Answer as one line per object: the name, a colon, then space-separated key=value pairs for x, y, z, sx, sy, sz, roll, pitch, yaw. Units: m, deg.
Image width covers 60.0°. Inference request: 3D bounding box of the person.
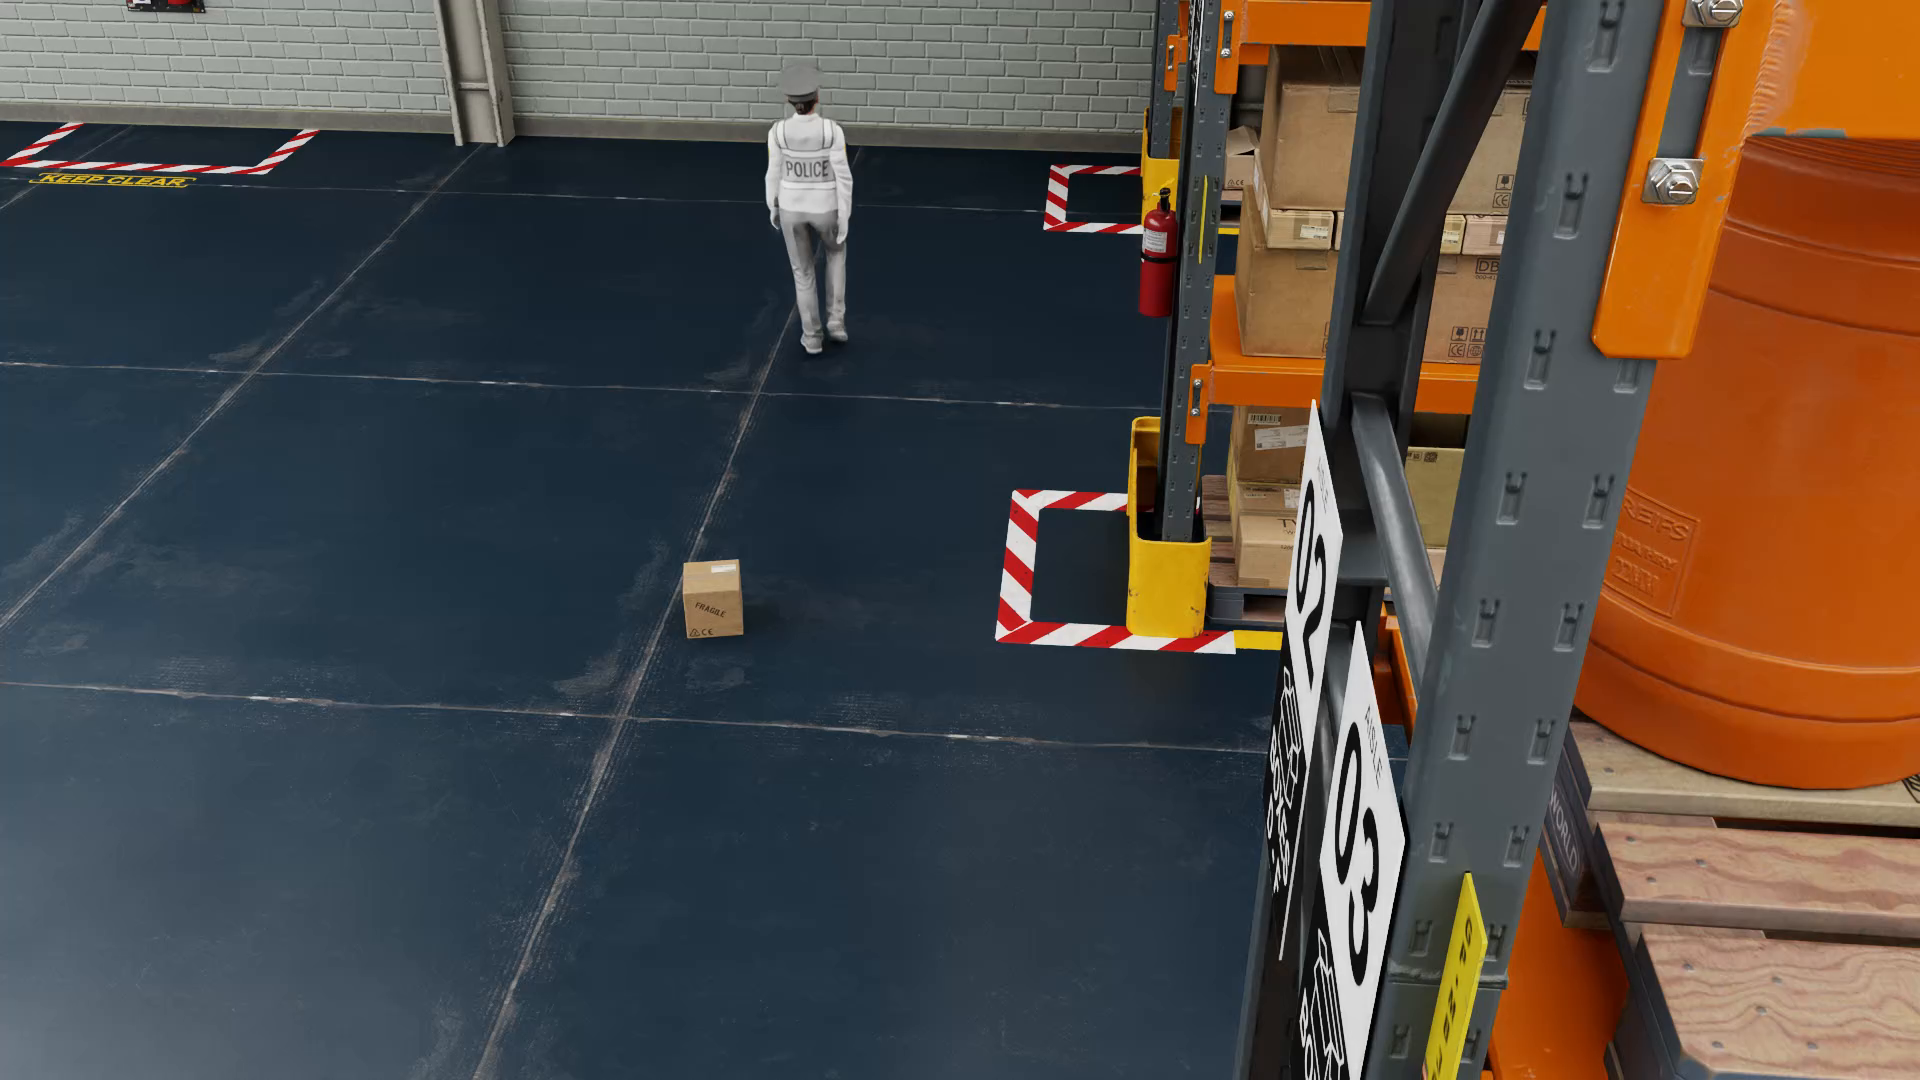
person: x=-0.865 y=-1.902 z=9.616 sx=0.495 sy=1.710 sz=0.441 roll=-3 pitch=32 yaw=-5
